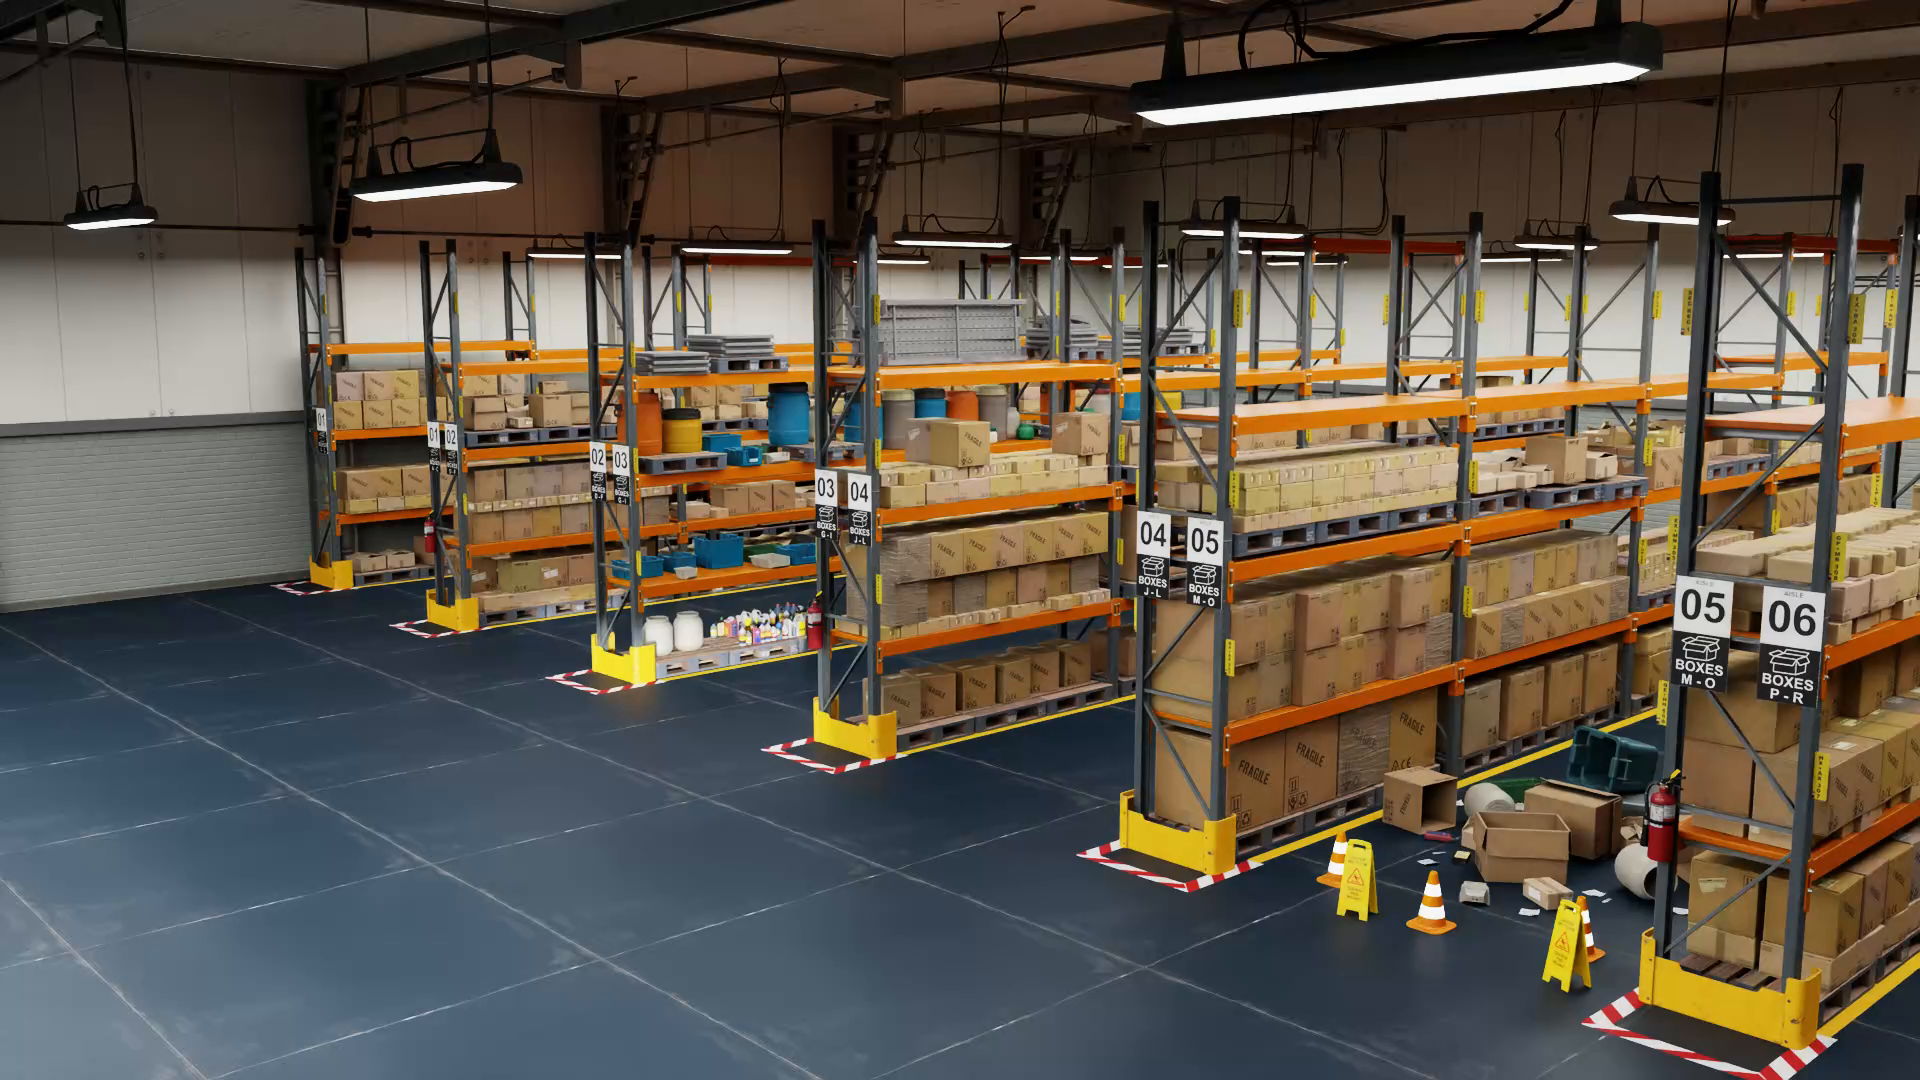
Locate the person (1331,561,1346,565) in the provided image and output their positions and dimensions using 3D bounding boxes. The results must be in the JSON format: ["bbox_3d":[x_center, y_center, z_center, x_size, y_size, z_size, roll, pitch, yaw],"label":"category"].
[{"bbox_3d":[5.094,1.077,22.627,0.604,1.712,0.436,-5,10,-32],"label":"person"}]
